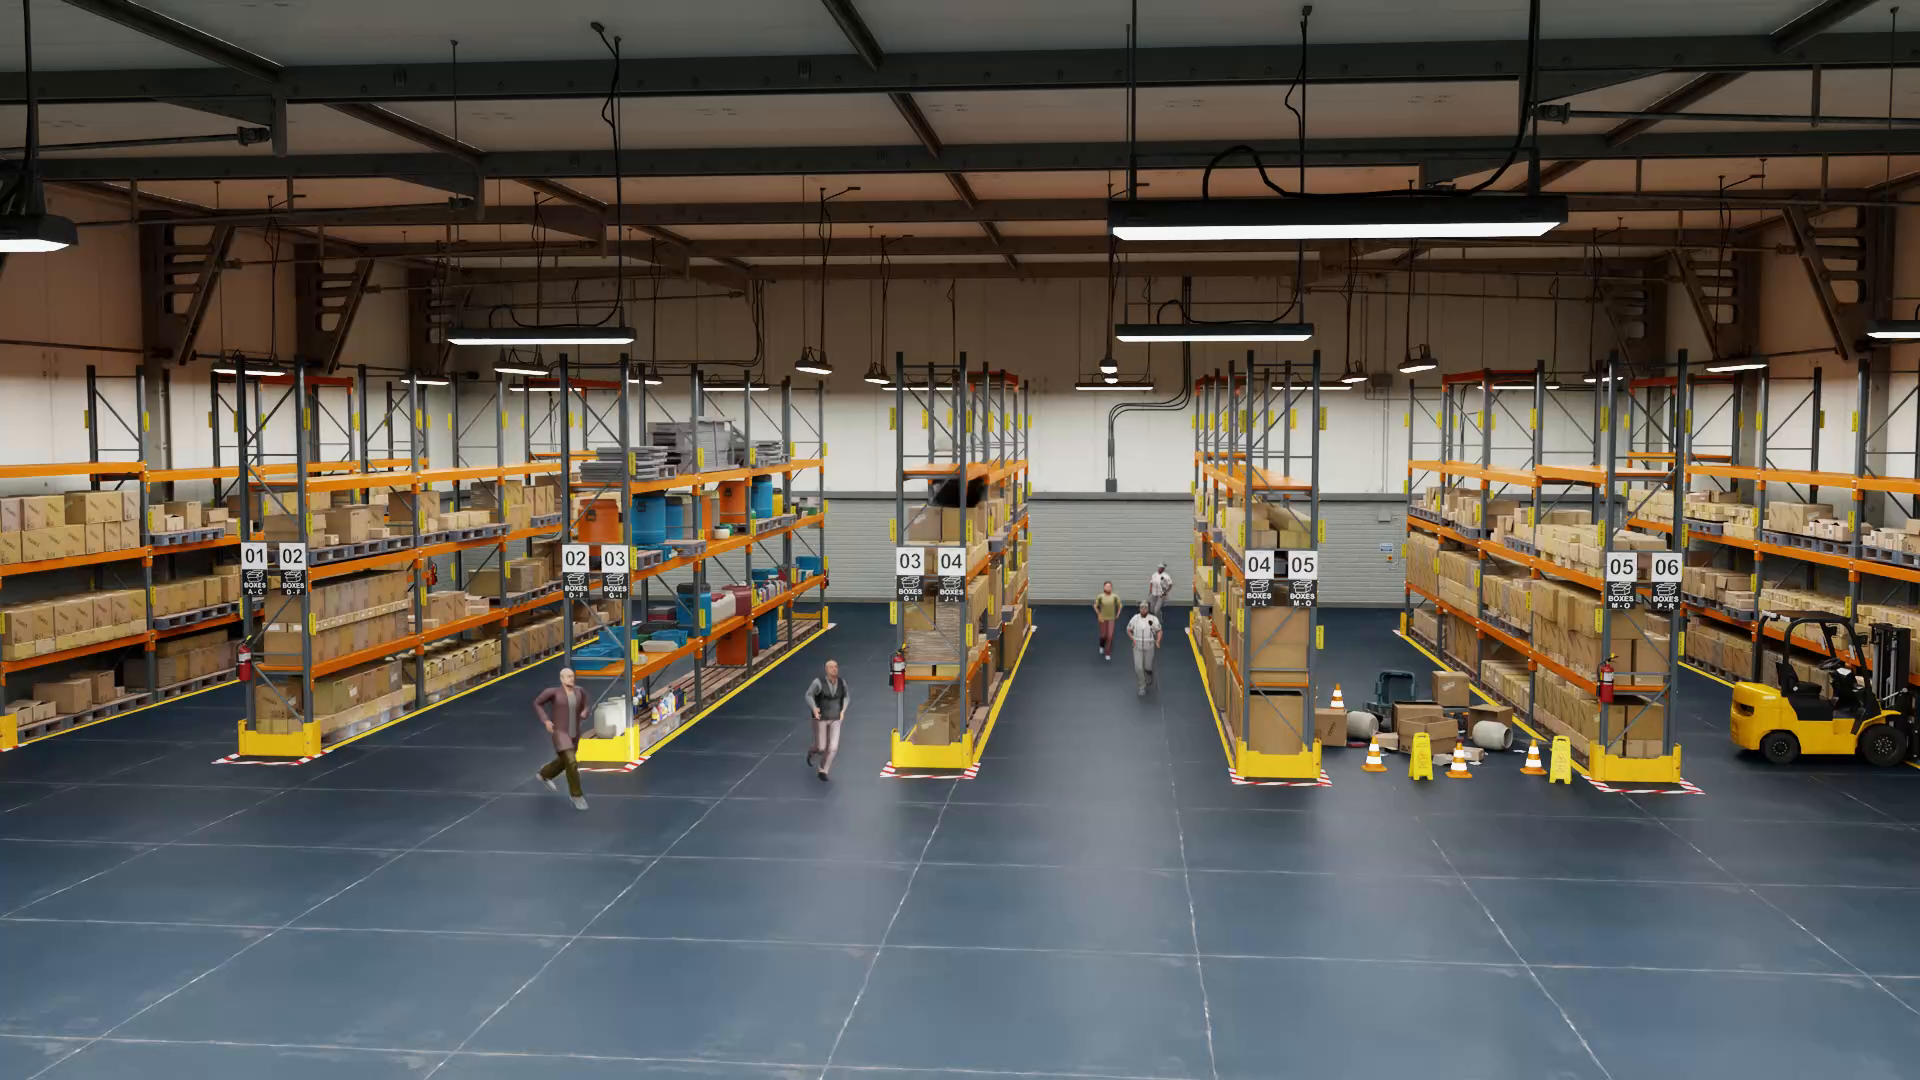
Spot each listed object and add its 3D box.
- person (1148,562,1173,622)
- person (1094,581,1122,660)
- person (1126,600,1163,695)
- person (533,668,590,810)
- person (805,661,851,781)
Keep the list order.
[{"bbox_3d":[4.849,1.330,40.220,0.554,1.642,0.595,3,5,36],"label":"person"},{"bbox_3d":[3.140,1.692,35.230,0.600,1.639,0.605,0,4,0],"label":"person"},{"bbox_3d":[3.393,1.965,30.678,0.665,1.746,0.578,1,4,11],"label":"person"},{"bbox_3d":[-5.191,2.587,21.824,1.101,1.842,0.669,3,5,36],"label":"person"},{"bbox_3d":[-1.866,2.530,23.484,0.666,1.690,0.641,-2,4,-23],"label":"person"}]
